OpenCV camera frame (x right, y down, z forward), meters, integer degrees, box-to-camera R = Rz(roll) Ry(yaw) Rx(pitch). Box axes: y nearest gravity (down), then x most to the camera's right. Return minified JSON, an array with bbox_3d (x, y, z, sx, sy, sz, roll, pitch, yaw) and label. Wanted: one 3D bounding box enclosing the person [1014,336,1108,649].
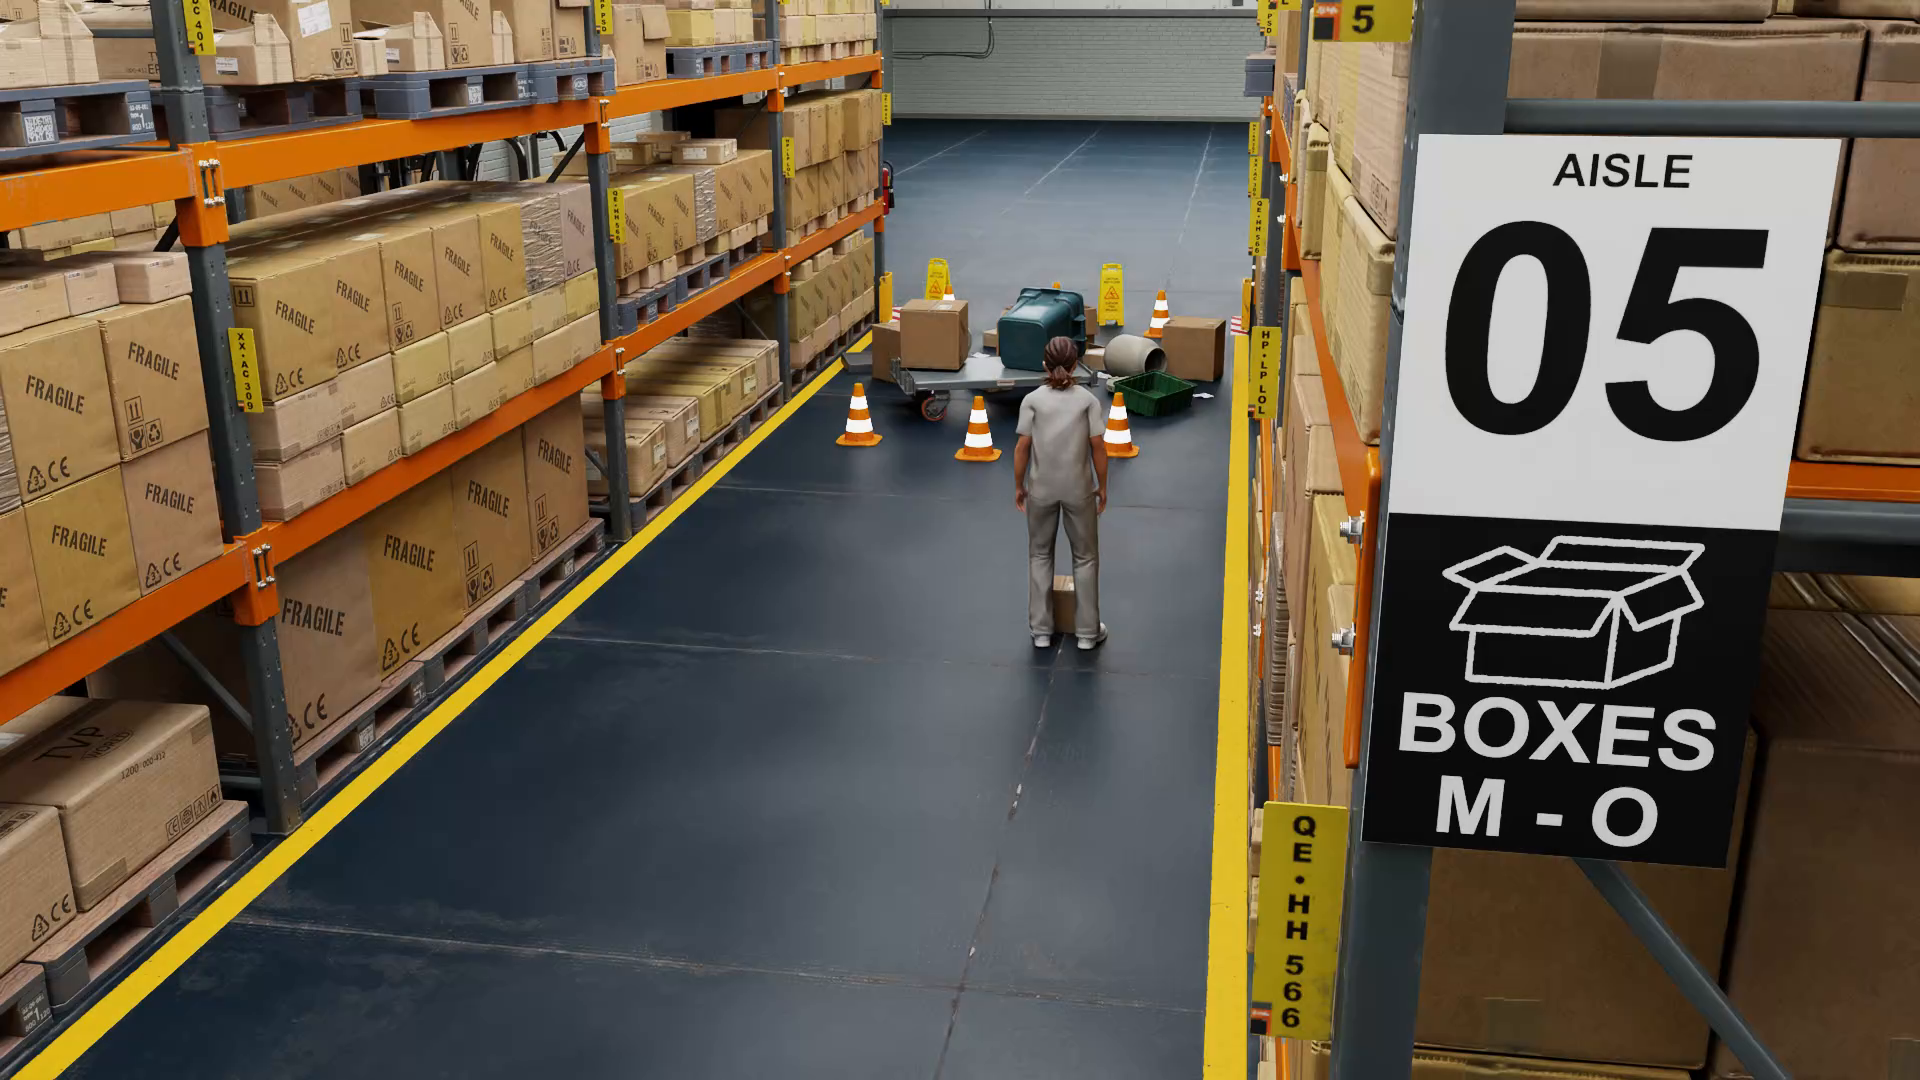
[{"bbox_3d":[0.542,-0.245,8.810,0.513,1.673,0.355,2,18,6],"label":"person"}]
